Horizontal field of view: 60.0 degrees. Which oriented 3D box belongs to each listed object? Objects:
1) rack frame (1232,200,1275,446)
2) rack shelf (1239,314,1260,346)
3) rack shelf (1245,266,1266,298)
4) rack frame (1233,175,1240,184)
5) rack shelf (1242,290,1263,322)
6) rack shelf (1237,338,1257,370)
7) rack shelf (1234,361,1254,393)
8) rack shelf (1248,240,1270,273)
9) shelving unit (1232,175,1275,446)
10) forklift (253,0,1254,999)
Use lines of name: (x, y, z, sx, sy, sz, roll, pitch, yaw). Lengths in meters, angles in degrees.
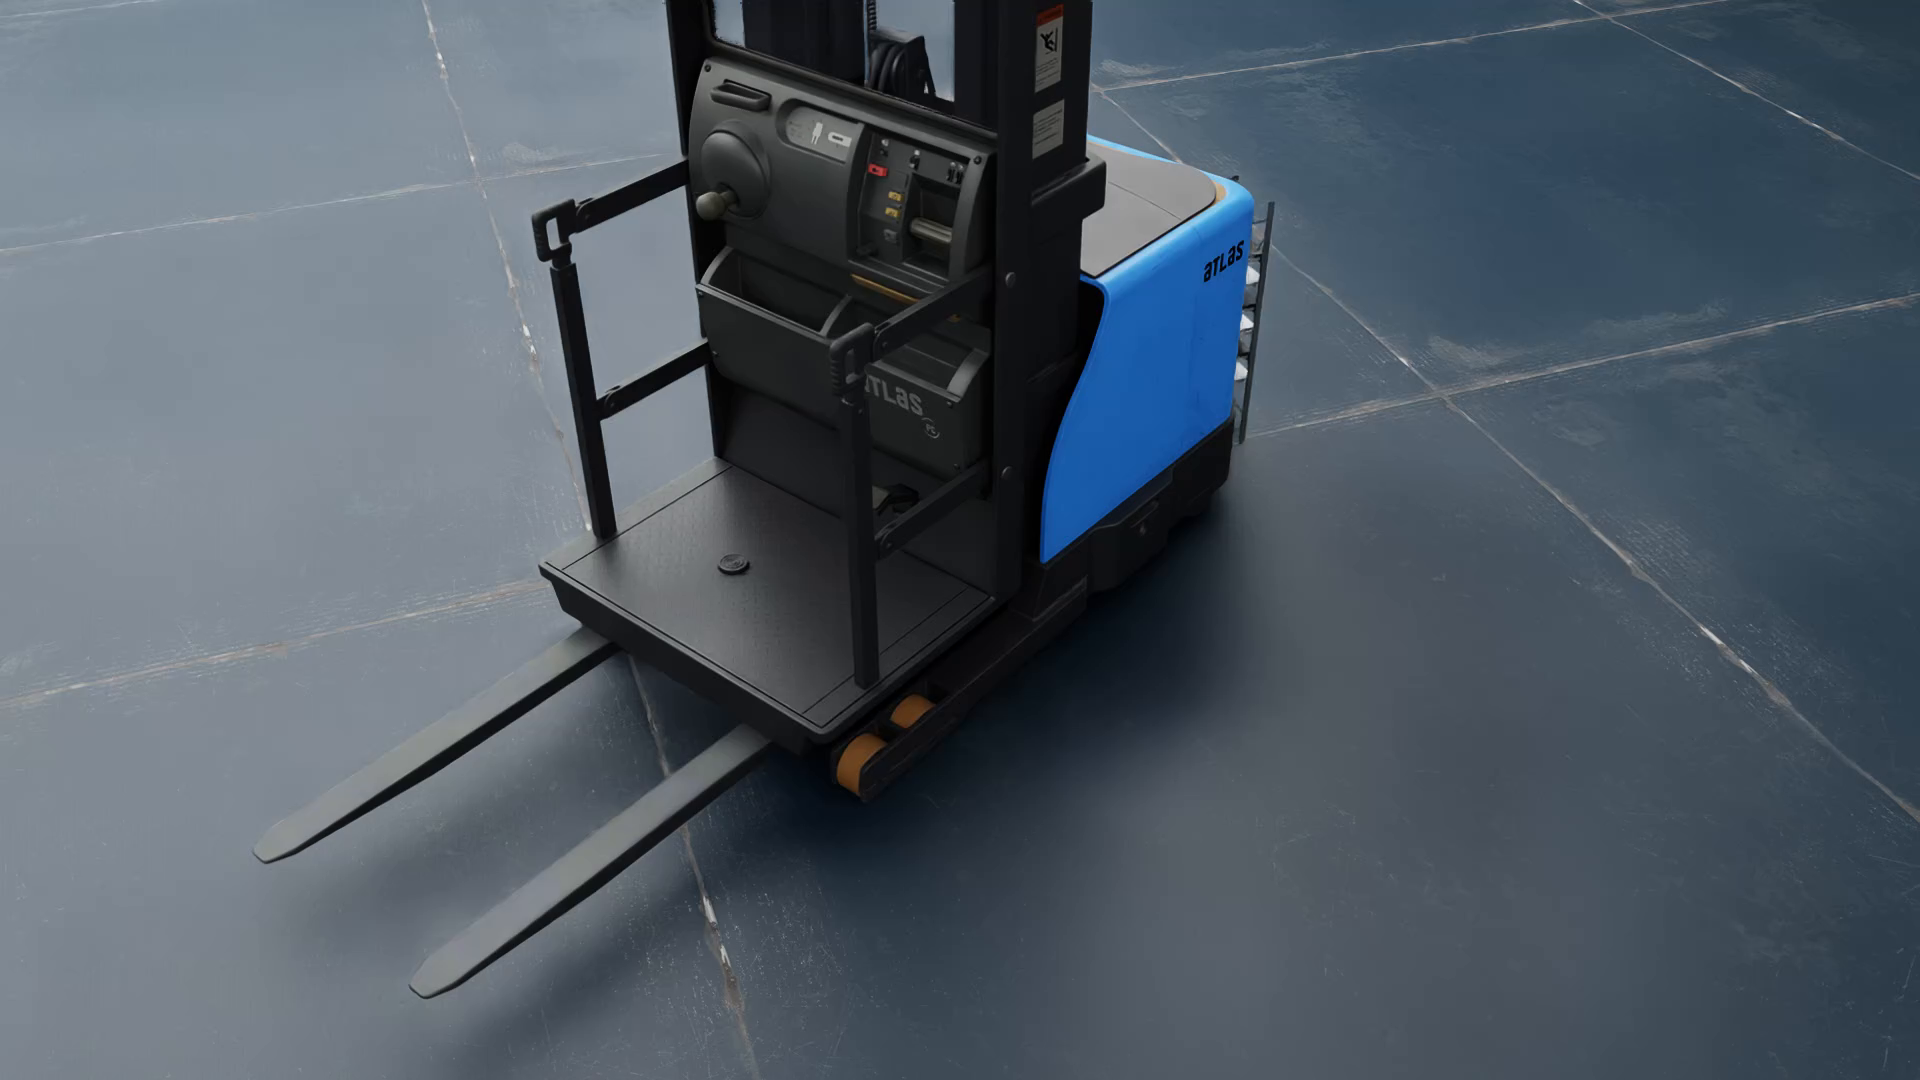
rack frame: (0.865, -0.662, 5.381, 0.240, 0.900, 0.006, -16, 40, -20)
rack shelf: (0.821, -0.692, 5.475, 0.258, 0.077, 0.200, -16, 40, -20)
rack shelf: (0.822, -0.835, 5.365, 0.258, 0.077, 0.200, -16, 40, -20)
rack frame: (0.779, -0.774, 5.528, 0.240, 0.900, 0.006, -16, 40, -20)
rack shelf: (0.822, -0.763, 5.420, 0.258, 0.077, 0.200, -16, 40, -20)
rack shelf: (0.821, -0.620, 5.529, 0.258, 0.077, 0.200, -16, 40, -20)
rack shelf: (0.821, -0.549, 5.584, 0.258, 0.077, 0.200, -16, 40, -20)
rack shelf: (0.822, -0.906, 5.311, 0.258, 0.077, 0.200, -16, 40, -20)
shelving unit: (0.822, -0.718, 5.454, 0.258, 0.900, 0.210, -16, 40, -20)
forklift: (-0.449, -0.838, 3.927, 1.130, 2.935, 3.031, 26, 44, 30)
